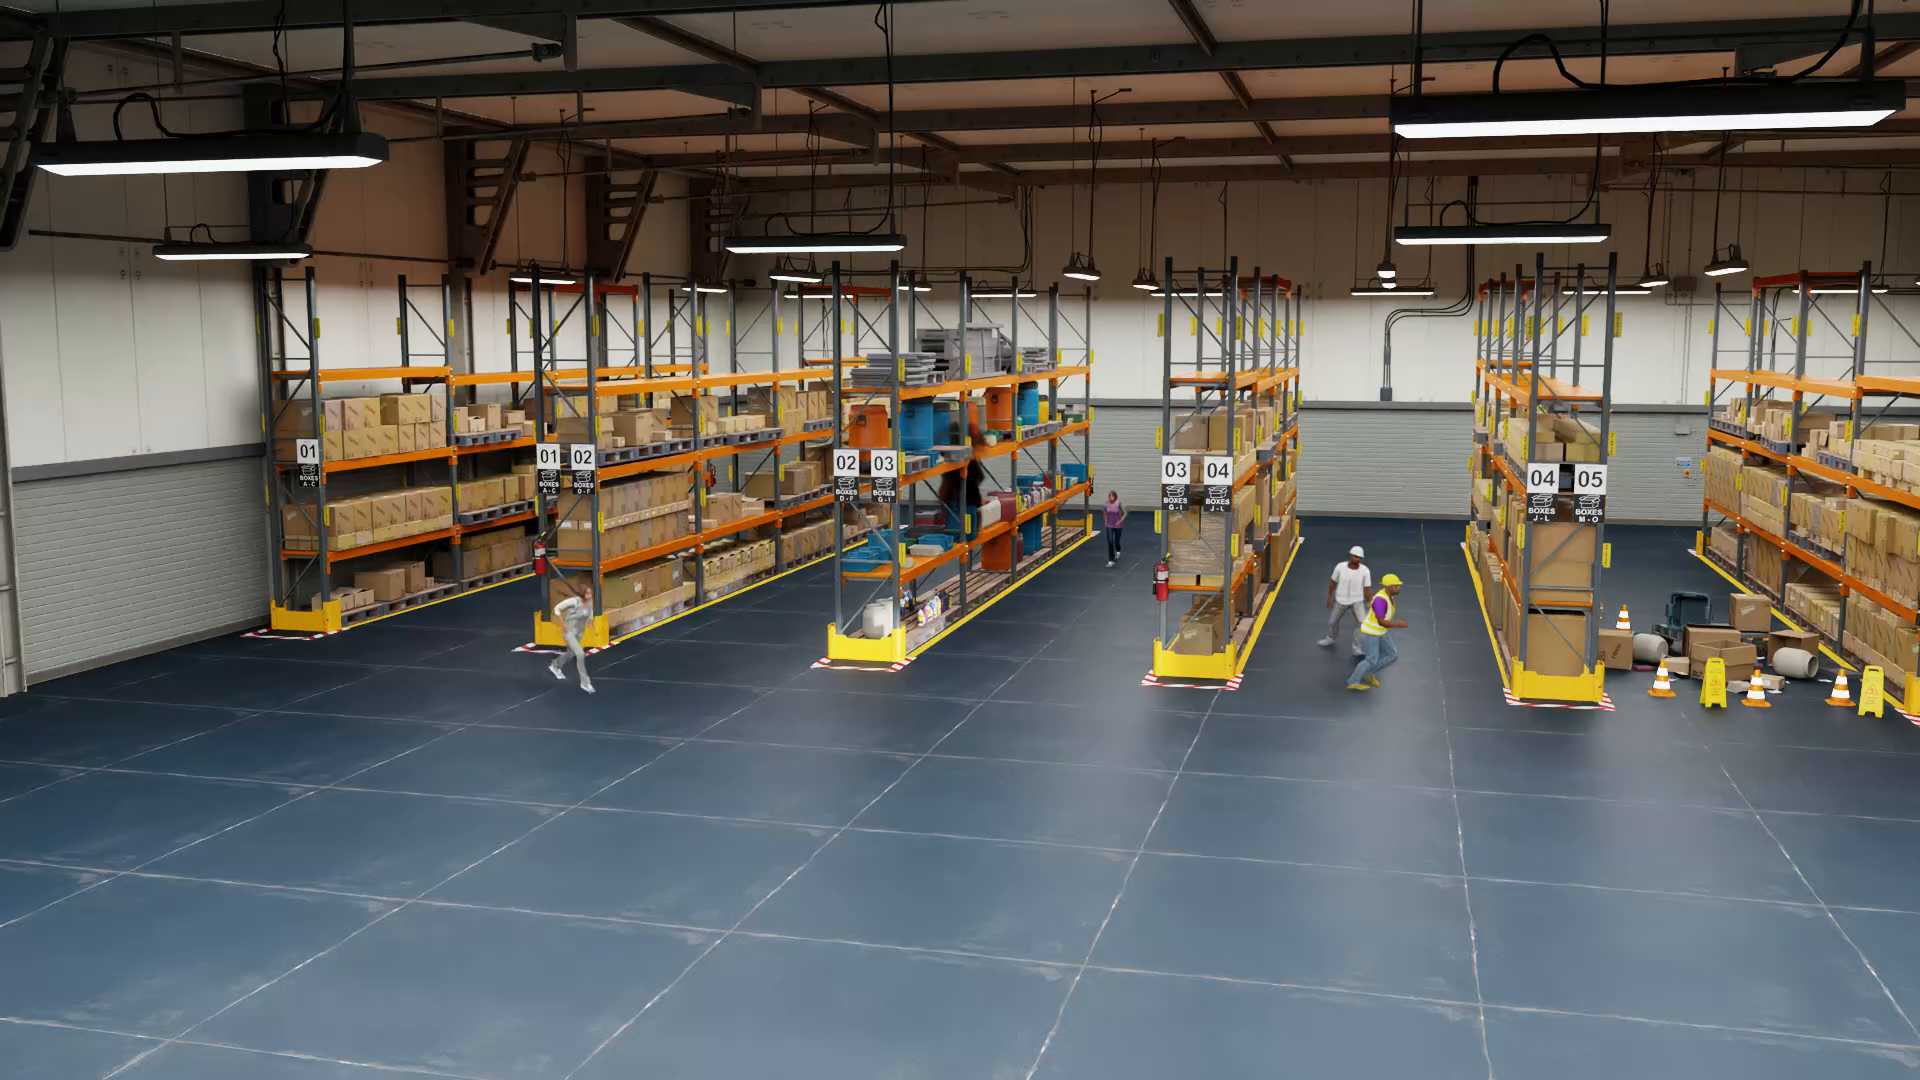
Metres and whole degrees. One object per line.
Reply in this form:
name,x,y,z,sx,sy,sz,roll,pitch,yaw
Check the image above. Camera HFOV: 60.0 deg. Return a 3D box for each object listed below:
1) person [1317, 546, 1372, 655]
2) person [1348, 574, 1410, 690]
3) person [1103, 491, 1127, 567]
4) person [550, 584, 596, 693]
person,5.971,0.912,25.769,0.886,1.687,0.759,3,8,20
person,5.798,1.277,22.948,0.861,1.652,0.706,5,9,33
person,3.296,-0.252,35.330,0.538,1.592,0.733,2,8,17
person,-5.431,1.361,23.140,0.917,1.507,0.578,6,10,41
